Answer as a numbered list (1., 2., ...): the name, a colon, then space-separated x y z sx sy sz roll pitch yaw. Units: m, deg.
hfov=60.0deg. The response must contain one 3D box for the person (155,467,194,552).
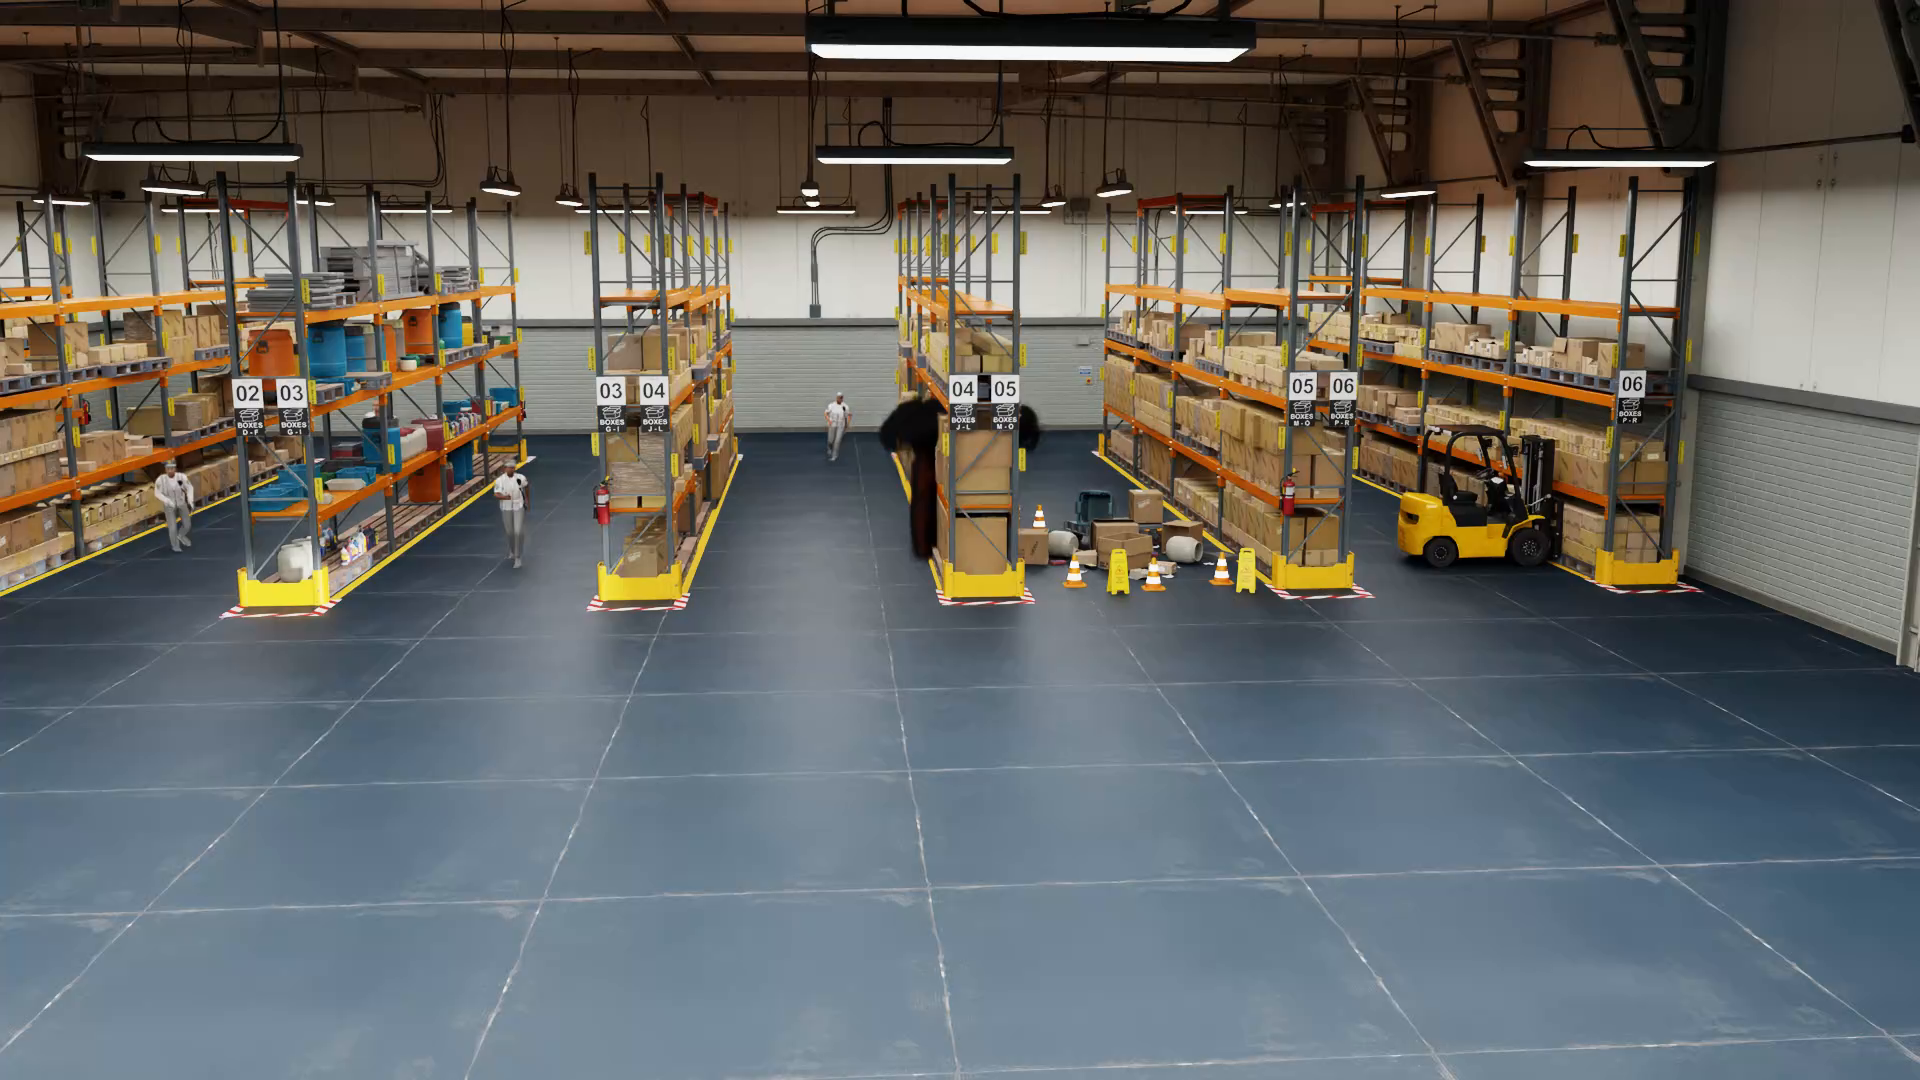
1. person: -12.972 -0.562 27.478 0.598 1.543 0.726 -6 12 -32

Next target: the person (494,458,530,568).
1. person: -7.095 -0.439 26.372 0.518 1.734 0.849 -2 10 -9

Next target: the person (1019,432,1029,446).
1. person: 1.376 -2.908 41.158 0.710 1.424 0.523 -1 10 -7

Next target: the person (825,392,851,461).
1. person: -2.881 -2.696 39.370 0.610 1.608 0.641 0 10 -1

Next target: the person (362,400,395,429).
1. person: -12.411 -2.106 35.563 0.657 1.780 0.850 1 10 4
